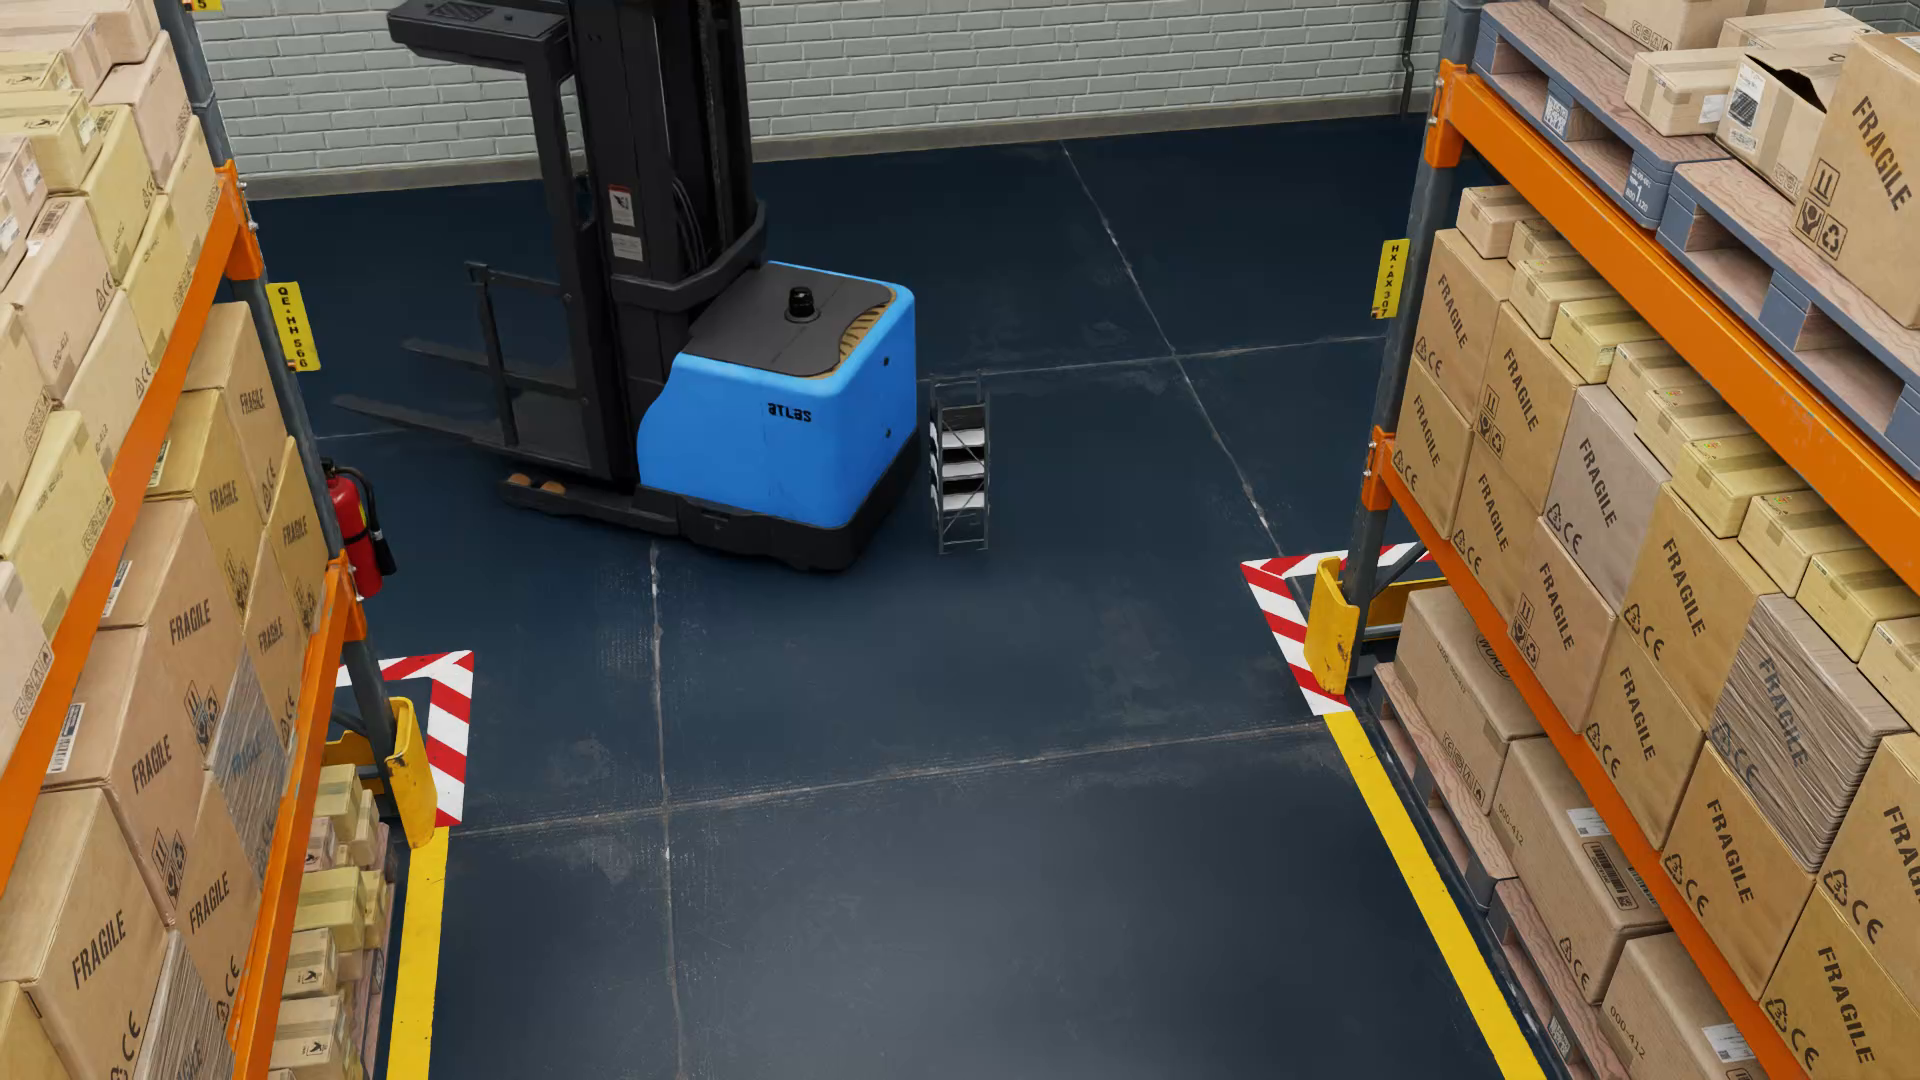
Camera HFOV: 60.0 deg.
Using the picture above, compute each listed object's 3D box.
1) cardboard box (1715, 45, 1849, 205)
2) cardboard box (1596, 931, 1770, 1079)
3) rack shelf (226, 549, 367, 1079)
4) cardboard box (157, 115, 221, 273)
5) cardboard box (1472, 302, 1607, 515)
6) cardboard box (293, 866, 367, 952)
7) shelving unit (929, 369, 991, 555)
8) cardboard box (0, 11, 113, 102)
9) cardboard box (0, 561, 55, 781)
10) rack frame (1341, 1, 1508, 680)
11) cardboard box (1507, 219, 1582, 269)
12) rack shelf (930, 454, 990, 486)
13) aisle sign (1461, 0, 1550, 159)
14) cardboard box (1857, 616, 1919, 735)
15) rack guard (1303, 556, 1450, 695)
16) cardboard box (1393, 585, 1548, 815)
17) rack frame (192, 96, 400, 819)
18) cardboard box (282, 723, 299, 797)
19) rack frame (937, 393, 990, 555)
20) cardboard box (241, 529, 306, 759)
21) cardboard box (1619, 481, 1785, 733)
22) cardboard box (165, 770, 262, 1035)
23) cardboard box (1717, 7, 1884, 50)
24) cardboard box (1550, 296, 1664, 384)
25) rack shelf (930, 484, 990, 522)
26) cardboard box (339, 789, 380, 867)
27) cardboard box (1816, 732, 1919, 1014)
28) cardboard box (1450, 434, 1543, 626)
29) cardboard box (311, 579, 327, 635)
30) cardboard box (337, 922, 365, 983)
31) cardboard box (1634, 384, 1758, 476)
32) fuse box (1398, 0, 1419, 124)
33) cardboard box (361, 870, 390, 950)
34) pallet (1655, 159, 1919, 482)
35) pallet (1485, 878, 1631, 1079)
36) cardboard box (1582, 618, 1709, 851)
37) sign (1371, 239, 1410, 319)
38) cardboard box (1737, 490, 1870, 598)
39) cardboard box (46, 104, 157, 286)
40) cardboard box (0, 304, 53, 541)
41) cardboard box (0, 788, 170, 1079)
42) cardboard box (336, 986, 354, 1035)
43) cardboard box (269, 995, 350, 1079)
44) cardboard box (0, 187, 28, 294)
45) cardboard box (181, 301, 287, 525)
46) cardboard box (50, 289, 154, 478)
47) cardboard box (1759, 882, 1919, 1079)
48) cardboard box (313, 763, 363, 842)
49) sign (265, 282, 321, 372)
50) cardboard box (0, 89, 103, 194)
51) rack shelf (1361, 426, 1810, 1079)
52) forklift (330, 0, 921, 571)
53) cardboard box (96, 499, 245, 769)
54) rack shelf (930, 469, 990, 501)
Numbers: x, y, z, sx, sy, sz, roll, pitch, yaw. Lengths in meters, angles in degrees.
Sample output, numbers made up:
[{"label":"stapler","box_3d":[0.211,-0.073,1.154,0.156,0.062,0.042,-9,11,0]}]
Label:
[{"label":"cardboard box","box_3d":[2.359,-1.097,4.321,0.500,0.311,0.500,-6,38,-7]},{"label":"cardboard box","box_3d":[2.686,1.679,5.290,0.875,0.438,0.875,-7,38,-9]},{"label":"rack shelf","box_3d":[-2.359,1.434,4.446,1.077,0.370,4.000,-6,38,-8]},{"label":"cardboard box","box_3d":[-2.369,-0.937,4.589,0.500,0.250,0.500,-7,38,-9]},{"label":"cardboard box","box_3d":[2.047,-0.454,5.393,0.500,0.500,0.500,-7,38,-9]},{"label":"cardboard box","box_3d":[-2.209,1.260,5.579,0.380,0.149,0.250,-7,38,-9]},{"label":"shelving unit","box_3d":[-0.001,-0.360,7.880,0.258,0.900,0.210,-6,38,-8]},{"label":"cardboard box","box_3d":[-2.394,-1.212,4.210,0.380,0.149,0.250,-6,38,-7]},{"label":"cardboard box","box_3d":[-1.998,0.306,2.988,0.500,0.250,0.500,-5,38,-6]},{"label":"rack frame","box_3d":[2.146,-0.652,6.544,1.000,3.000,0.127,-6,38,-8]},{"label":"cardboard box","box_3d":[2.052,-0.947,5.499,0.380,0.149,0.250,-5,38,-7]},{"label":"rack shelf","box_3d":[-0.001,-0.334,7.901,0.258,0.077,0.200,-6,38,-8]},{"label":"aisle sign","box_3d":[1.848,-1.690,5.762,0.394,0.787,0.004,-6,38,-8]},{"label":"cardboard box","box_3d":[2.365,0.301,3.892,0.380,0.149,0.250,-7,38,-8]},{"label":"rack guard","box_3d":[2.142,0.321,7.329,1.175,0.500,0.348,-6,38,-8]},{"label":"cardboard box","box_3d":[2.360,0.582,6.702,0.875,0.438,0.875,-7,38,-9]},{"label":"rack frame","box_3d":[-2.709,-0.058,5.780,1.000,3.000,0.127,-6,38,-8]},{"label":"cardboard box","box_3d":[-2.241,0.663,5.056,0.380,0.149,0.250,-5,38,-7]},{"label":"rack frame","box_3d":[0.016,-0.299,7.801,0.240,0.900,0.006,-6,38,-8]},{"label":"cardboard box","box_3d":[-2.292,0.340,4.943,0.500,0.500,0.500,-7,38,-9]},{"label":"cardboard box","box_3d":[2.234,0.157,4.606,0.500,0.500,0.500,-6,38,-8]},{"label":"cardboard box","box_3d":[-2.116,0.948,4.161,0.500,0.500,0.500,-4,38,-6]},{"label":"cardboard box","box_3d":[2.466,-1.435,4.889,0.380,0.149,0.250,-9,39,-11]},{"label":"cardboard box","box_3d":[2.049,-0.621,5.079,0.380,0.149,0.250,-7,38,-9]},{"label":"rack shelf","box_3d":[-0.001,-0.192,8.011,0.258,0.077,0.200,-6,38,-8]},{"label":"cardboard box","box_3d":[-2.336,1.072,6.063,0.380,0.149,0.250,-7,38,-9]},{"label":"cardboard box","box_3d":[2.412,0.767,3.821,0.500,0.500,0.500,-7,38,-9]},{"label":"cardboard box","box_3d":[2.064,-0.068,5.711,0.500,0.500,0.500,-7,38,-9]},{"label":"cardboard box","box_3d":[-2.374,0.208,5.642,0.380,0.149,0.250,-6,38,-8]},{"label":"cardboard box","box_3d":[-2.243,1.386,5.660,0.380,0.149,0.250,-8,39,-10]},{"label":"cardboard box","box_3d":[2.149,-0.313,4.682,0.380,0.149,0.250,-6,38,-8]},{"label":"fuse box","box_3d":[3.228,-3.684,11.497,0.539,1.711,0.414,-6,38,-8]},{"label":"cardboard box","box_3d":[-2.267,1.342,5.959,0.380,0.149,0.250,-5,38,-7]},{"label":"pallet","box_3d":[2.504,-0.616,4.125,1.003,0.211,1.213,-6,38,-8]},{"label":"pallet","box_3d":[2.574,1.659,5.842,1.003,0.211,1.213,-6,38,-8]},{"label":"cardboard box","box_3d":[2.240,0.542,4.926,0.500,0.500,0.500,-5,38,-6]},{"label":"sign","box_3d":[1.599,-0.969,6.182,0.100,0.325,0.005,-6,38,-8]},{"label":"cardboard box","box_3d":[2.260,-0.004,4.284,0.380,0.149,0.250,-6,38,-8]},{"label":"cardboard box","box_3d":[-2.287,-0.821,4.032,0.500,0.250,0.500,-7,38,-9]},{"label":"cardboard box","box_3d":[-2.123,-0.206,3.239,0.500,0.250,0.500,-8,39,-10]},{"label":"cardboard box","box_3d":[-2.011,0.888,3.423,0.500,0.500,0.500,-6,38,-7]},{"label":"cardboard box","box_3d":[-2.249,1.658,5.552,0.380,0.149,0.250,-6,38,-7]},{"label":"cardboard box","box_3d":[-2.124,1.580,5.168,0.380,0.149,0.250,-5,38,-6]},{"label":"cardboard box","box_3d":[-2.168,-0.592,3.412,0.380,0.149,0.250,-5,38,-7]},{"label":"cardboard box","box_3d":[-2.384,-0.360,5.030,0.500,0.500,0.500,-7,38,-9]},{"label":"cardboard box","box_3d":[-2.199,-0.329,3.805,0.500,0.250,0.500,-5,38,-6]},{"label":"cardboard box","box_3d":[2.419,1.162,4.128,0.500,0.500,0.500,-7,38,-9]},{"label":"cardboard box","box_3d":[-2.367,0.959,5.967,0.380,0.149,0.250,-6,38,-7]},{"label":"sign","box_3d":[-2.160,-0.688,5.389,0.100,0.325,0.005,-6,38,-8]},{"label":"cardboard box","box_3d":[-2.216,-0.907,3.817,0.380,0.149,0.250,-6,38,-7]},{"label":"rack shelf","box_3d":[2.497,0.841,5.209,1.077,0.370,4.000,-6,38,-8]},{"label":"forklift","box_3d":[-1.774,-1.570,7.781,3.031,2.935,1.130,13,40,16]},{"label":"cardboard box","box_3d":[-2.195,0.259,4.233,0.500,0.500,0.500,-4,38,-6]},{"label":"rack shelf","box_3d":[-0.001,-0.263,7.956,0.258,0.077,0.200,-6,38,-8]}]
